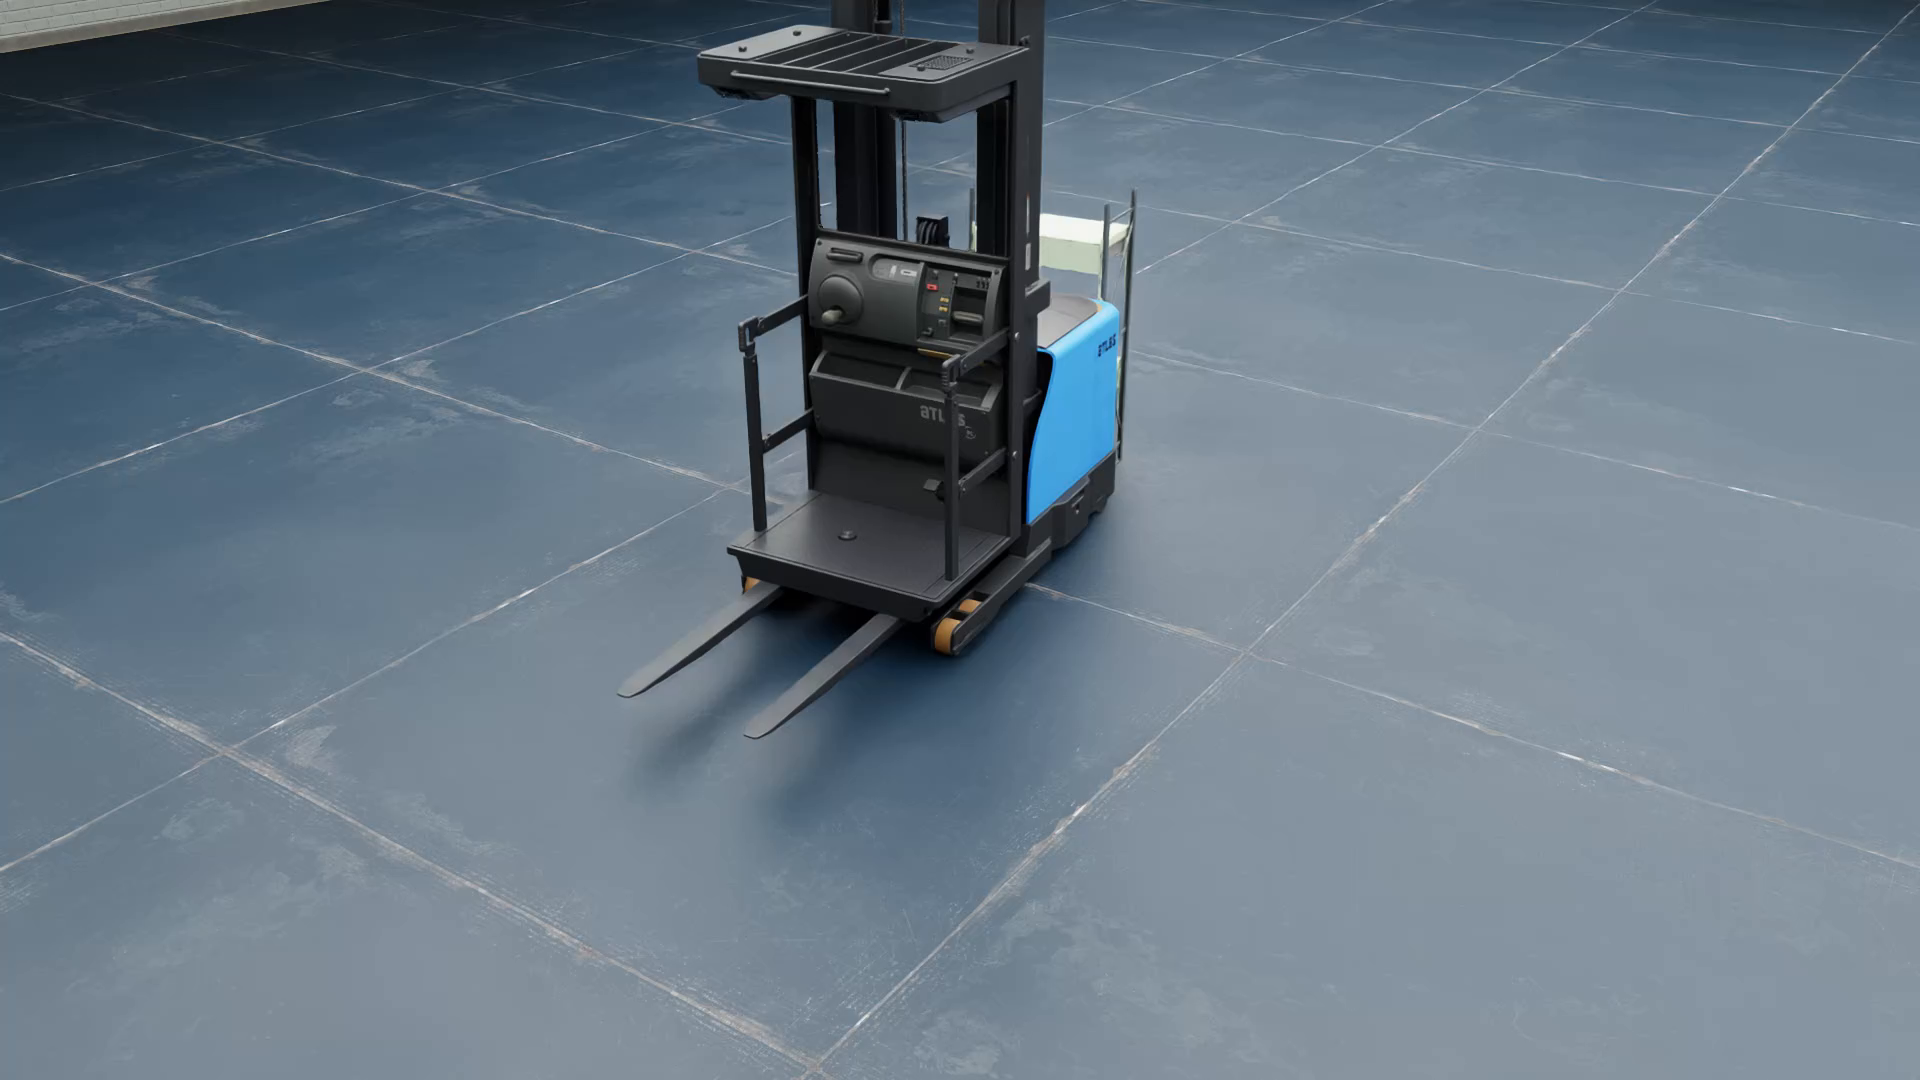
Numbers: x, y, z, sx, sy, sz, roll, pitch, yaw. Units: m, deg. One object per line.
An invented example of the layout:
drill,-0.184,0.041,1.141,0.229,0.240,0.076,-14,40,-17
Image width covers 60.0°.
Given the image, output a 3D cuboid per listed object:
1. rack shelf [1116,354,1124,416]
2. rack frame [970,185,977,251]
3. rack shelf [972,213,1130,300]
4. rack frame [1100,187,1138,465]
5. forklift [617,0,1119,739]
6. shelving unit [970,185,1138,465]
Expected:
rack shelf,0.467,-0.825,8.923,0.720,0.370,0.431,13,28,24
rack frame,0.144,-1.193,8.928,0.023,1.500,0.400,13,28,24
rack shelf,0.476,-1.471,8.613,0.720,0.370,0.431,13,28,24
rack frame,0.798,-1.044,8.636,0.023,1.500,0.400,13,28,24
forklift,-0.345,-1.033,7.048,1.130,2.935,3.031,14,30,25
shelving unit,0.471,-1.119,8.782,0.755,1.500,0.431,13,28,24
